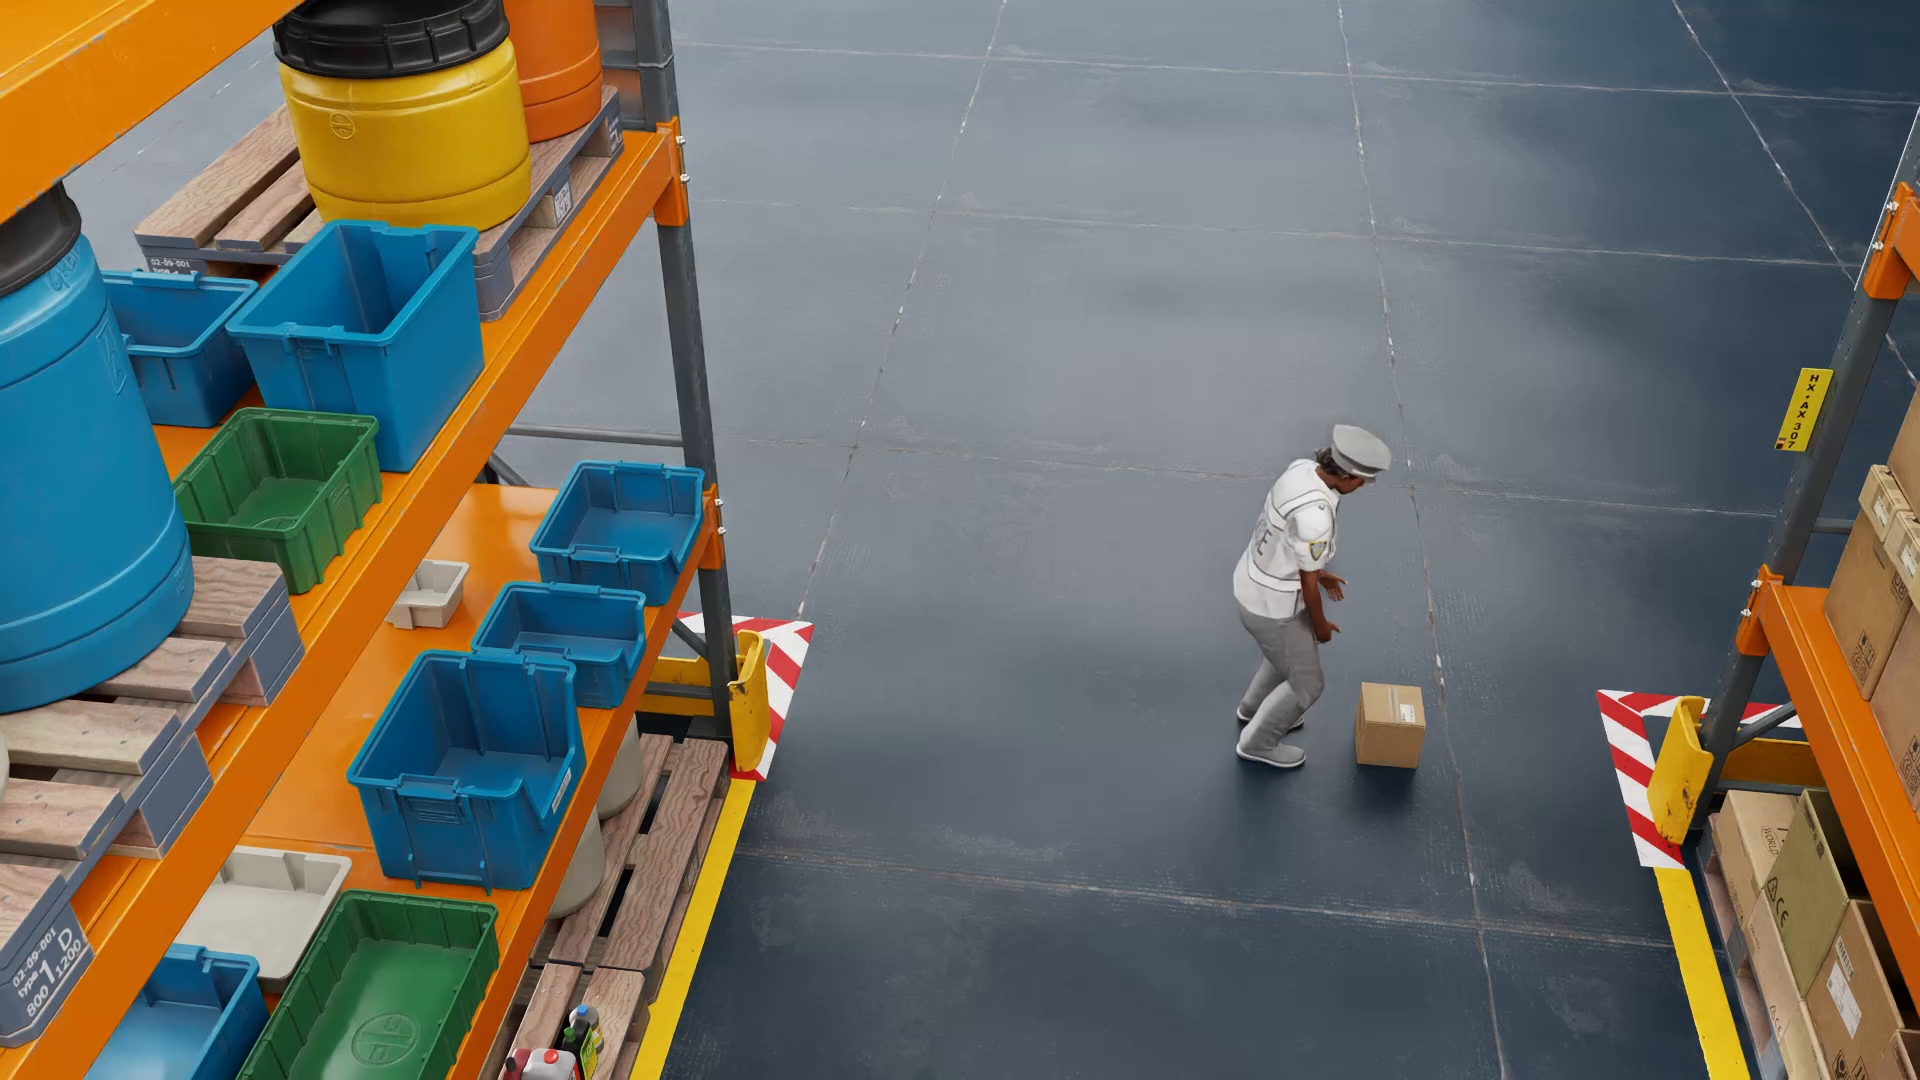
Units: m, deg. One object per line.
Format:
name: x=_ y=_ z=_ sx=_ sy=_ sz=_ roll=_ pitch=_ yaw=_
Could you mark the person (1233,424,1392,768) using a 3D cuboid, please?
person: x=1.391 y=0.223 z=6.831 sx=0.540 sy=1.563 sz=0.476 roll=5 pitch=37 yaw=7
